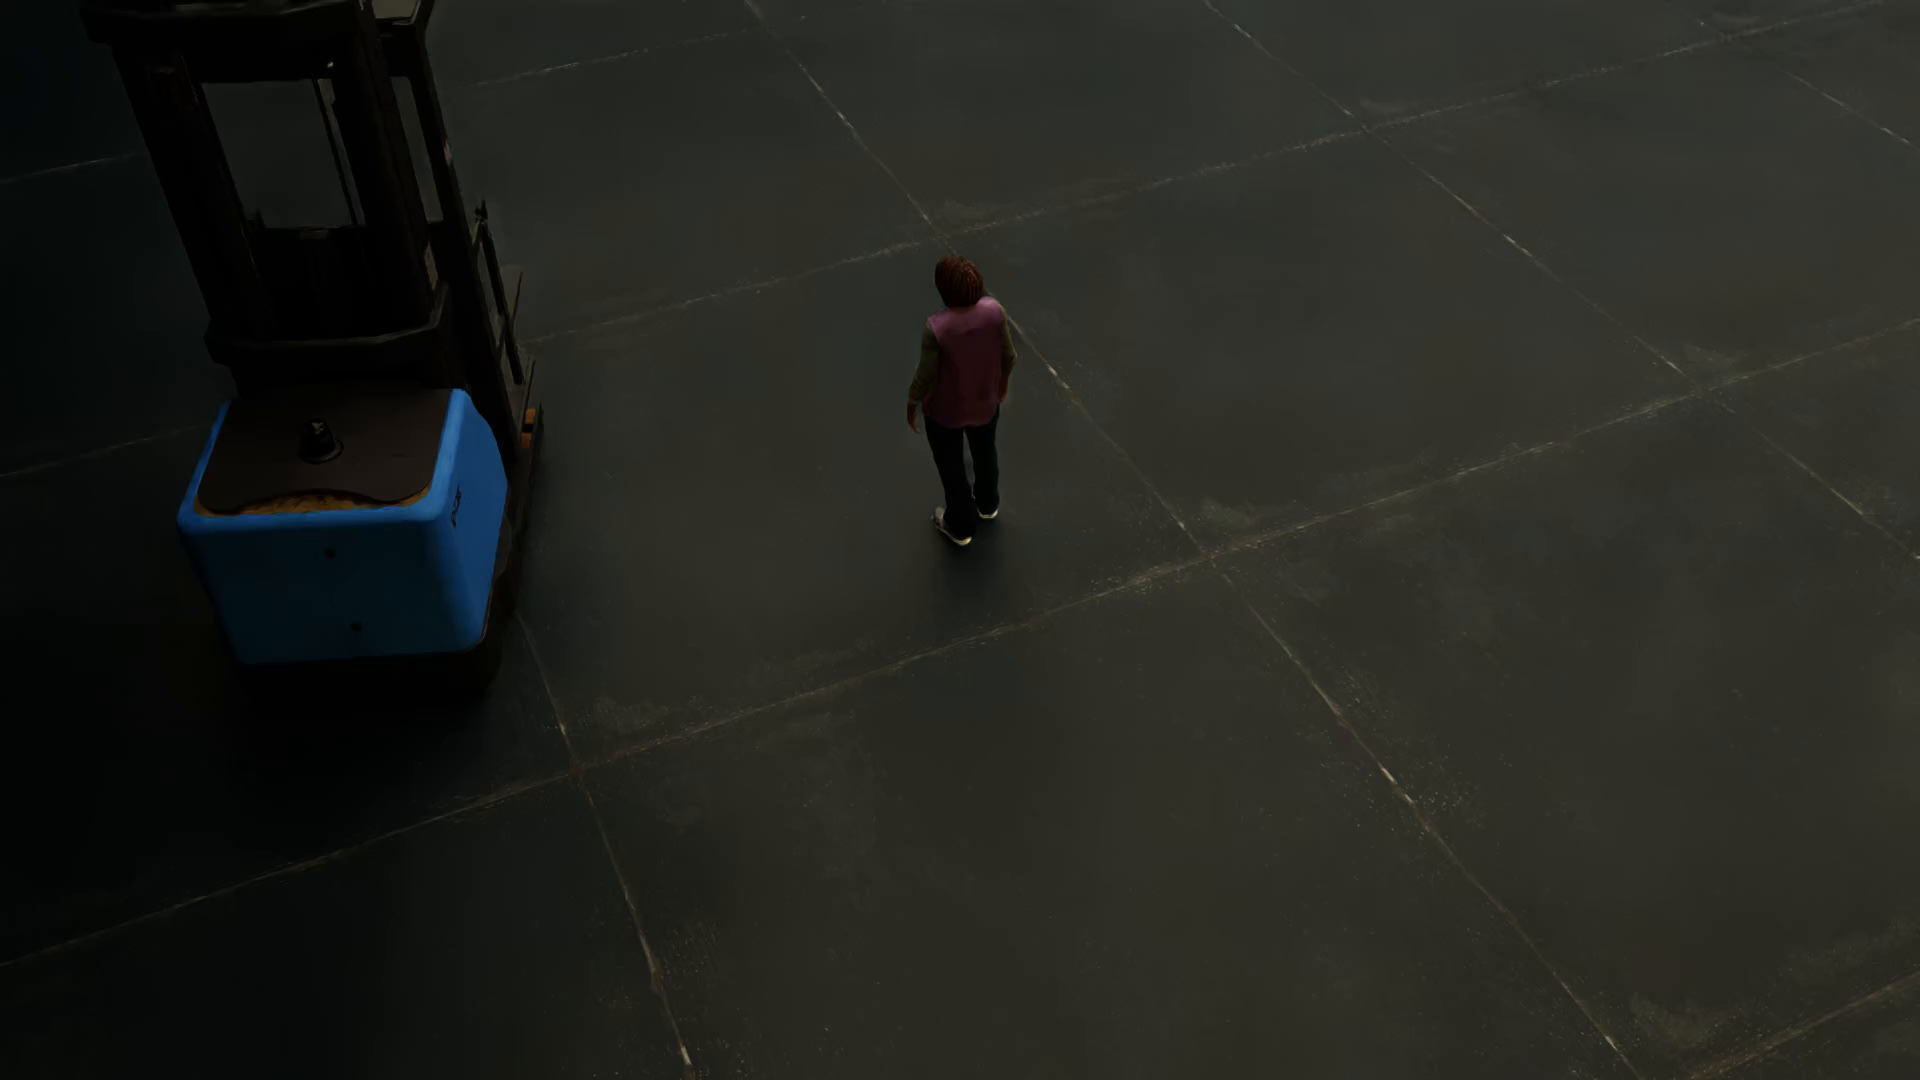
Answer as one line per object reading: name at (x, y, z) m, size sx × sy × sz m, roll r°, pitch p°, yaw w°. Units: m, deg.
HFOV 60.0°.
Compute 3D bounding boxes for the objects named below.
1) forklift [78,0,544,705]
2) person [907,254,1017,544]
forklift at (-2.627, -1.379, 7.158) m, size 1.130 × 2.935 × 3.031 m, roll -3°, pitch 43°, yaw -4°
person at (-0.019, -0.639, 7.332) m, size 0.520 × 1.597 × 0.474 m, roll -18°, pitch 46°, yaw -18°
